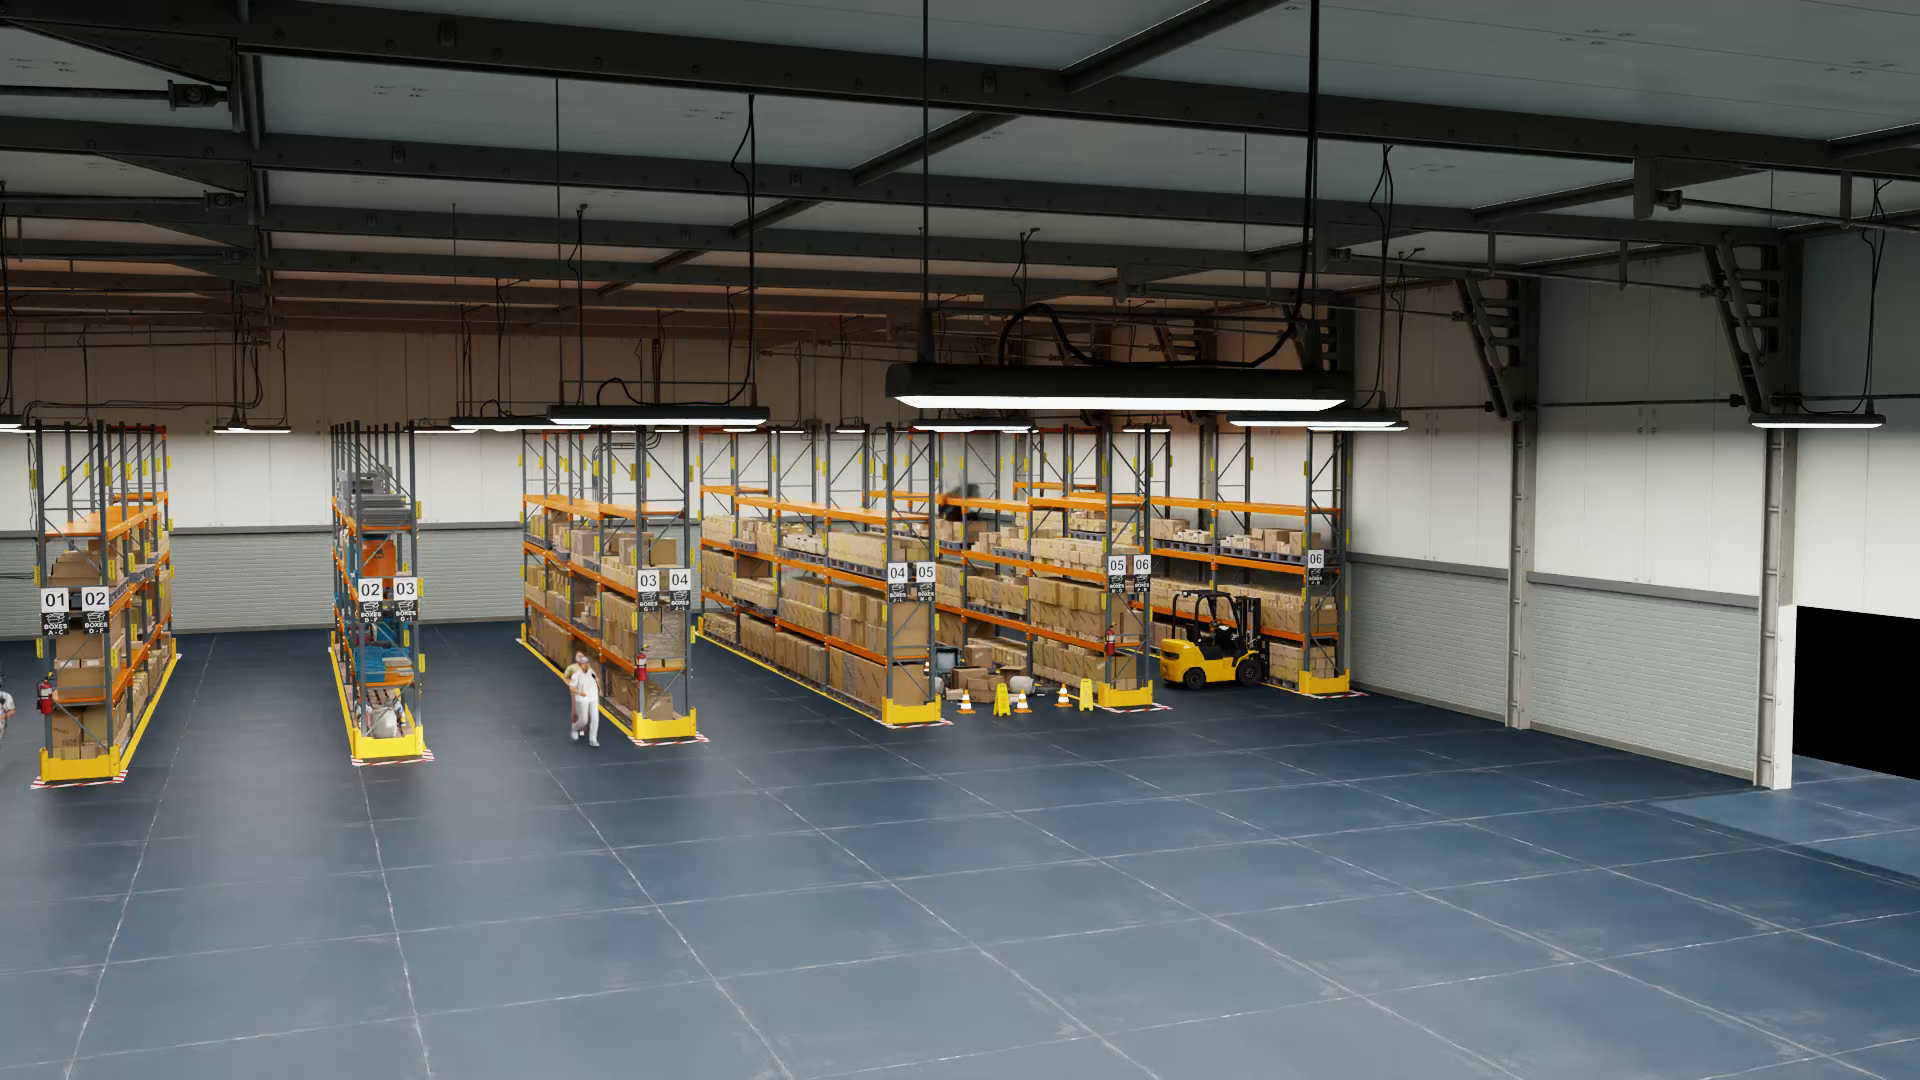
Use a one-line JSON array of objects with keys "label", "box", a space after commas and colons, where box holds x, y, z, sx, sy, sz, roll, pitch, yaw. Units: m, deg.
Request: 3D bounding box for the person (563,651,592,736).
[{"label": "person", "box": [-7.262, 2.922, 31.766, 0.576, 1.622, 0.559, -2, 4, -23]}]

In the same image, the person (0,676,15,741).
[{"label": "person", "box": [-16.082, 3.135, 27.627, 0.675, 1.776, 0.644, -3, 5, -42]}]

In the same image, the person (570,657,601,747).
[{"label": "person", "box": [-6.890, 2.990, 30.842, 0.619, 1.612, 0.806, -2, 4, -32]}]

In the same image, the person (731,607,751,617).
[{"label": "person", "box": [-6.547, 1.737, 49.817, 0.792, 1.820, 0.669, -1, 4, -16]}]
